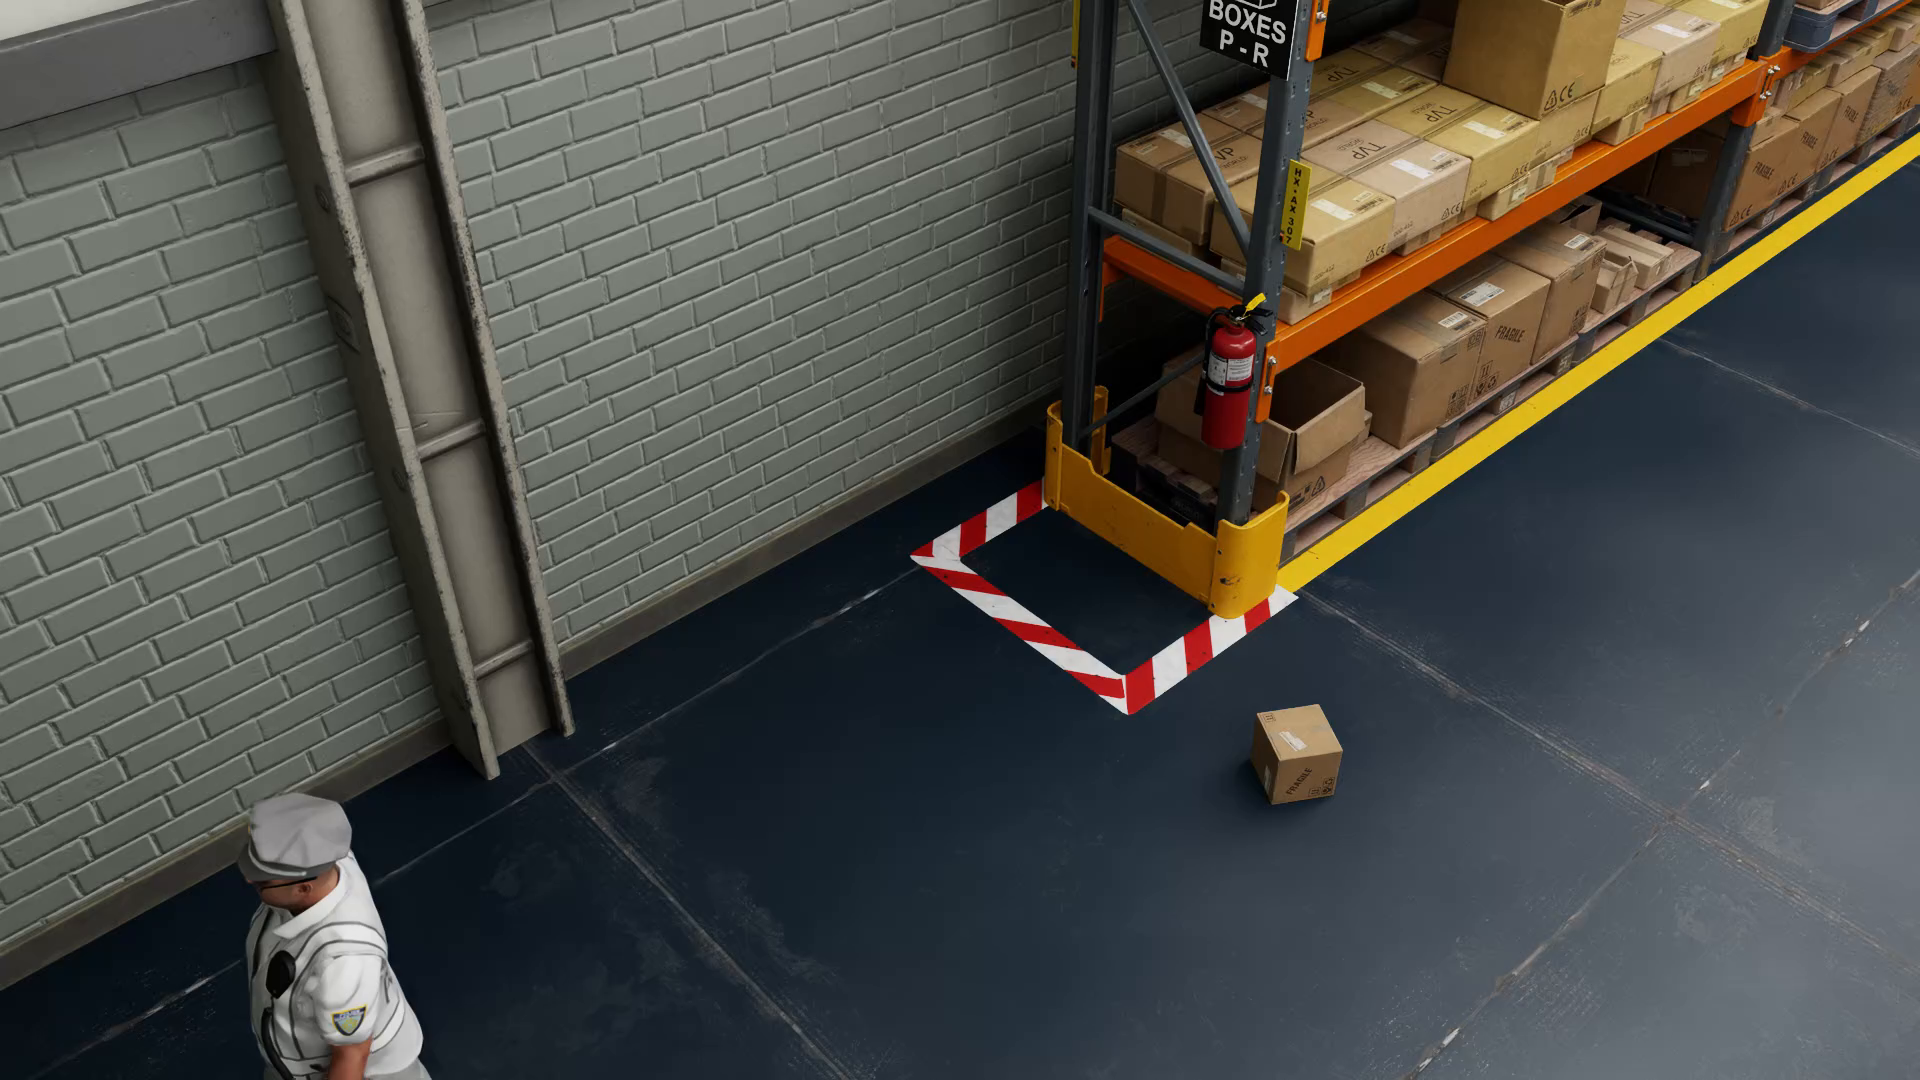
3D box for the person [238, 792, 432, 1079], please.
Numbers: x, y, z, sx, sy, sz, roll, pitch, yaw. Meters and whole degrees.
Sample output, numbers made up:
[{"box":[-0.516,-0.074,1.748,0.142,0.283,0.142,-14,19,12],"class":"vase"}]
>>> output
[{"box":[-1.677,1.360,4.491,1.002,1.720,0.542,-22,45,-25],"class":"person"}]
